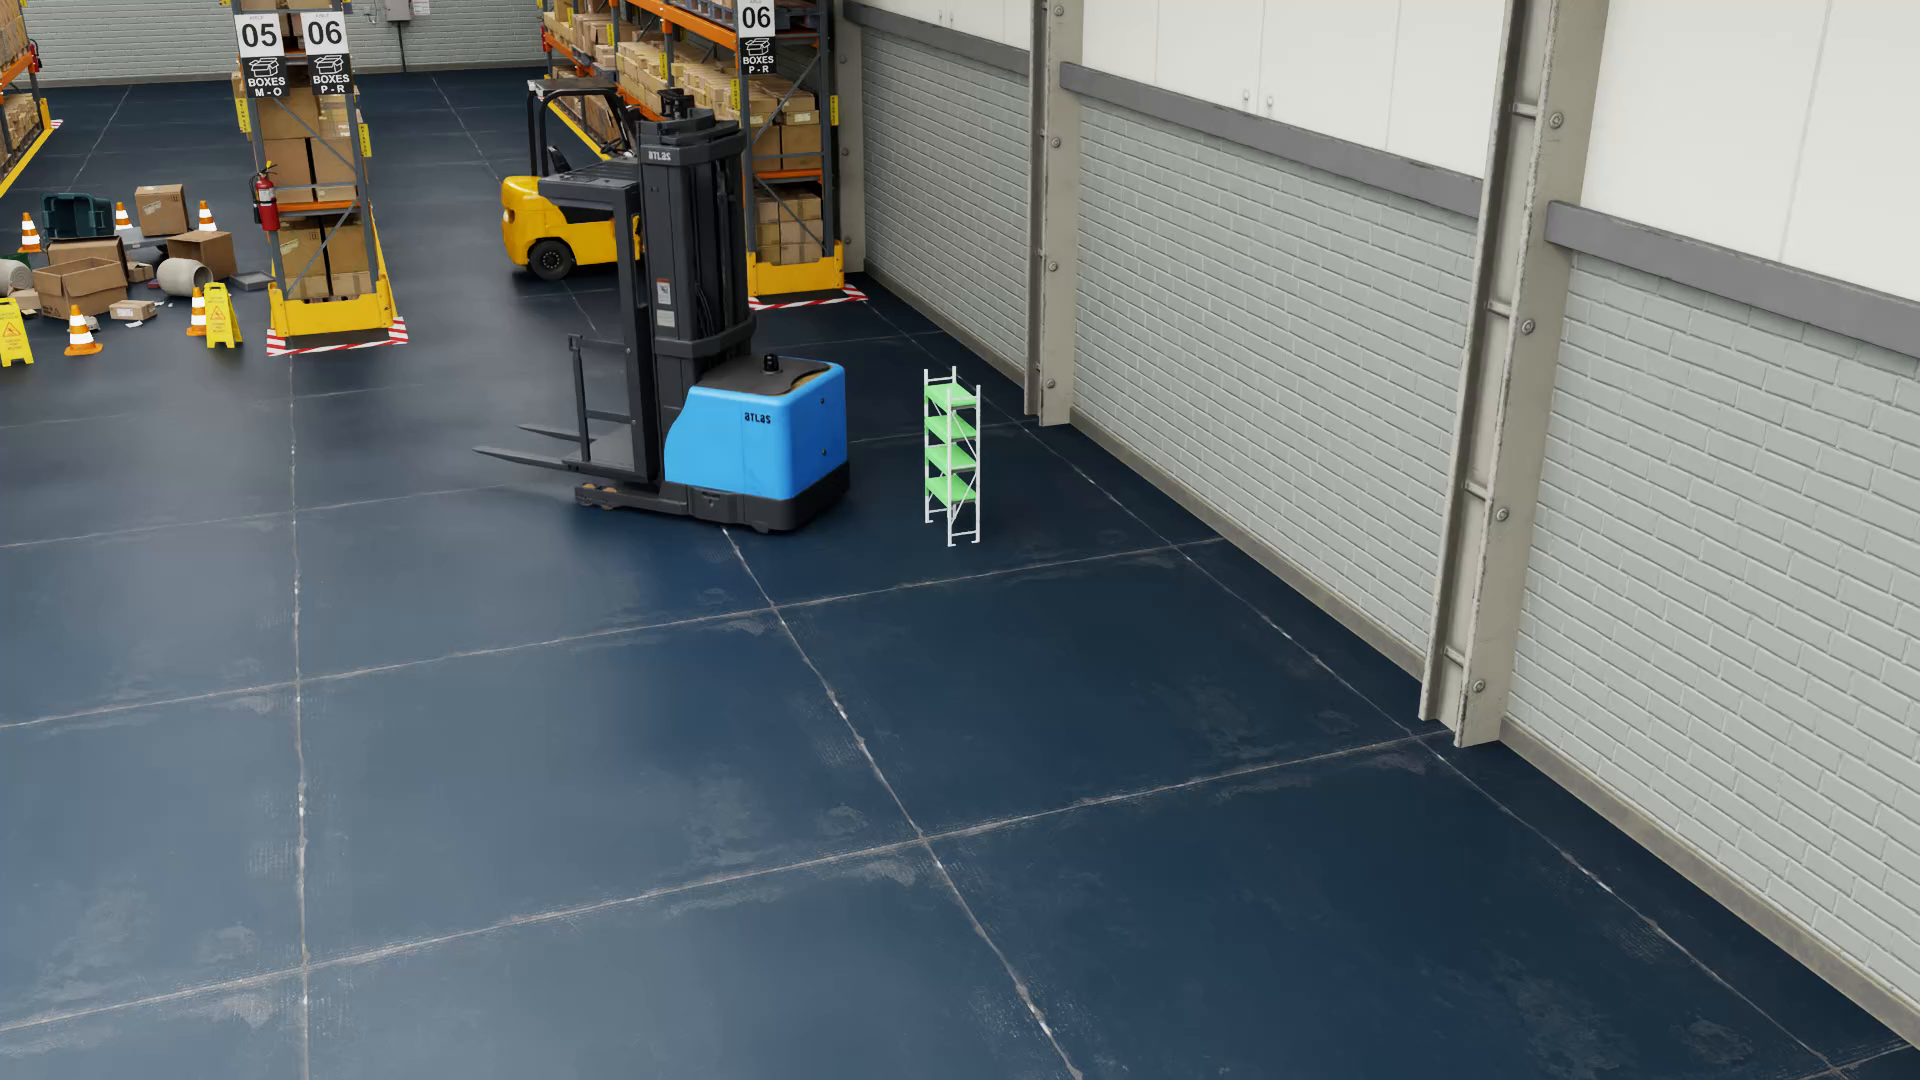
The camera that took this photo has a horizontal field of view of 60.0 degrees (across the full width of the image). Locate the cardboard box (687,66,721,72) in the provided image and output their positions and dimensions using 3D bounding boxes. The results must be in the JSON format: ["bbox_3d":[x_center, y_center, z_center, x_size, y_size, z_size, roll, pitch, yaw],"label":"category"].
[{"bbox_3d":[-3.231,-5.882,20.996,0.380,0.149,0.250,-9,24,-20],"label":"cardboard box"}]

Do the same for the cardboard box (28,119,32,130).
[{"bbox_3d":[-15.991,-7.050,28.245,0.380,0.149,0.250,-9,25,-21],"label":"cardboard box"}]

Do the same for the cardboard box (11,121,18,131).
[{"bbox_3d":[-15.695,-6.796,27.260,0.380,0.149,0.250,-7,24,-17],"label":"cardboard box"}]

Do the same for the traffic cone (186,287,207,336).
[{"bbox_3d":[-7.930,-2.405,17.360,0.336,0.463,0.334,-8,24,-19],"label":"traffic cone"}]

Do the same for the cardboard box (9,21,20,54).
[{"bbox_3d":[-16.054,-8.377,27.751,0.500,0.500,0.500,-8,24,-19],"label":"cardboard box"}]

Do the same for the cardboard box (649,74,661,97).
[{"bbox_3d":[-3.943,-6.221,22.697,0.500,0.250,0.500,-9,24,-20],"label":"cardboard box"}]

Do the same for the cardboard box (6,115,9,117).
[{"bbox_3d":[-15.510,-6.740,26.743,0.380,0.149,0.250,-9,24,-20],"label":"cardboard box"}]

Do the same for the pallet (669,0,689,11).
[{"bbox_3d":[-3.016,-6.765,20.692,1.003,0.211,1.213,-8,24,-19],"label":"pallet"}]

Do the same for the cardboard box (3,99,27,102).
[{"bbox_3d":[-16.117,-7.410,28.333,0.380,0.149,0.250,-9,25,-21],"label":"cardboard box"}]

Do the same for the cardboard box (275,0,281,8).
[{"bbox_3d":[-7.022,-5.410,16.658,0.380,0.149,0.250,-8,24,-18],"label":"cardboard box"}]

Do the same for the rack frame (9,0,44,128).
[{"bbox_3d":[-16.818,-8.692,29.011,1.000,3.000,0.127,-8,24,-19],"label":"rack frame"}]

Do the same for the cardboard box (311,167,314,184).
[{"bbox_3d":[-7.245,-3.960,18.107,0.380,0.149,0.250,-8,24,-18],"label":"cardboard box"}]

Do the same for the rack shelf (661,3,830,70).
[{"bbox_3d":[-2.635,-6.054,19.817,1.077,0.370,4.000,-8,24,-19],"label":"rack shelf"}]

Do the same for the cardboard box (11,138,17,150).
[{"bbox_3d":[-15.233,-6.295,26.454,0.380,0.149,0.250,-9,25,-21],"label":"cardboard box"}]

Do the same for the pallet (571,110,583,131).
[{"bbox_3d":[-6.409,-7.602,30.014,1.003,0.211,1.213,-8,24,-19],"label":"pallet"}]

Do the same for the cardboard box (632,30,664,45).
[{"bbox_3d":[-4.790,-7.632,25.826,0.500,0.500,0.500,-7,24,-17],"label":"cardboard box"}]

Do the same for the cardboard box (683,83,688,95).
[{"bbox_3d":[-3.246,-5.639,20.803,0.380,0.149,0.250,-8,24,-18],"label":"cardboard box"}]

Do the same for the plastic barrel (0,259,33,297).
[{"bbox_3d":[-10.743,-2.943,18.688,0.512,0.421,0.421,8,24,18],"label":"plastic barrel"}]

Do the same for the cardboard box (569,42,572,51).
[{"bbox_3d":[-6.743,-8.785,29.556,0.380,0.149,0.250,-8,24,-18],"label":"cardboard box"}]

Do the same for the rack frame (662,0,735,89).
[{"bbox_3d":[-3.342,-5.730,21.984,1.000,3.000,0.127,-8,24,-19],"label":"rack frame"}]

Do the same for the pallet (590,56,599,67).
[{"bbox_3d":[-5.446,-7.801,27.144,1.003,0.211,1.213,-8,24,-19],"label":"pallet"}]

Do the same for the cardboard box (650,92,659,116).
[{"bbox_3d":[-3.947,-5.990,22.794,0.500,0.250,0.500,-8,24,-19],"label":"cardboard box"}]

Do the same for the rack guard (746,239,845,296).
[{"bbox_3d":[-1.920,-3.116,19.000,1.175,0.500,0.348,-8,24,-19],"label":"rack guard"}]

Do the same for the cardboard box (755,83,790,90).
[{"bbox_3d":[-2.205,-5.288,19.588,0.380,0.149,0.250,-8,24,-17],"label":"cardboard box"}]

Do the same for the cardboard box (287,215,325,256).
[{"bbox_3d":[-7.285,-3.311,18.278,0.500,0.500,0.500,-7,24,-17],"label":"cardboard box"}]

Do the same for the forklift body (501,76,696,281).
[{"bbox_3d":[-4.305,-4.325,19.741,2.313,2.155,1.214,-8,24,-19],"label":"forklift body"}]

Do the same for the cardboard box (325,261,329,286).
[{"bbox_3d":[-7.284,-2.967,18.427,0.500,0.250,0.500,-8,24,-19],"label":"cardboard box"}]

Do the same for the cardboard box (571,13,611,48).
[{"bbox_3d":[-6.206,-8.670,28.290,0.700,0.500,0.500,-8,24,-18],"label":"cardboard box"}]

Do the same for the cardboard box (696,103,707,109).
[{"bbox_3d":[-2.892,-5.023,20.177,0.500,0.500,0.500,-8,24,-19],"label":"cardboard box"}]

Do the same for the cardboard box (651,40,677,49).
[{"bbox_3d":[-4.450,-7.438,25.072,0.380,0.149,0.250,-8,24,-17],"label":"cardboard box"}]

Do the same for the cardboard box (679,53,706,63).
[{"bbox_3d":[-3.760,-6.793,23.541,0.380,0.149,0.250,-8,24,-19],"label":"cardboard box"}]

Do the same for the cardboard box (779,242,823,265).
[{"bbox_3d":[-1.919,-3.409,19.475,0.500,0.250,0.500,-8,24,-19],"label":"cardboard box"}]

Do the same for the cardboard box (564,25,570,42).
[{"bbox_3d":[-6.767,-9.037,29.639,0.500,0.250,0.500,-8,24,-19],"label":"cardboard box"}]

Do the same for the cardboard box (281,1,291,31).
[{"bbox_3d":[-7.168,-5.379,17.097,0.500,0.250,0.500,-9,24,-20],"label":"cardboard box"}]

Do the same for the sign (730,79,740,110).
[{"bbox_3d":[-2.441,-4.850,18.100,0.100,0.325,0.005,-8,24,-19],"label":"sign"}]

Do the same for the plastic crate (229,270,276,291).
[{"bbox_3d":[-8.196,-3.020,19.311,0.402,0.080,0.583,-18,29,-37],"label":"plastic crate"}]

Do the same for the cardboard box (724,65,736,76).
[{"bbox_3d":[-2.790,-5.947,21.150,0.380,0.149,0.250,-9,24,-19],"label":"cardboard box"}]

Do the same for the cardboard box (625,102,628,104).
[{"bbox_3d":[-5.394,-6.968,26.762,0.380,0.149,0.250,-8,24,-17],"label":"cardboard box"}]

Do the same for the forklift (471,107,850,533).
[{"bbox_3d":[-2.427,-1.761,12.655,3.031,2.935,1.130,10,25,22],"label":"forklift"}]

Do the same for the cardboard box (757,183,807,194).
[{"bbox_3d":[-2.101,-4.046,19.699,0.500,0.250,0.500,-8,24,-19],"label":"cardboard box"}]

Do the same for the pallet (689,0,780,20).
[{"bbox_3d":[-2.589,-6.323,19.642,1.003,0.211,1.213,-8,24,-19],"label":"pallet"}]

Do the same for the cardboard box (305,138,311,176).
[{"bbox_3d":[-7.193,-4.120,17.651,0.500,0.500,0.500,-8,24,-19],"label":"cardboard box"}]

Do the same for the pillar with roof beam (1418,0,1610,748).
[{"bbox_3d":[-1.120,-2.467,6.518,9.100,9.000,0.400,-8,24,-19],"label":"pillar with roof beam"}]

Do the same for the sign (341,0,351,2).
[{"bbox_3d":[-6.063,-5.454,16.341,0.100,0.325,0.005,-8,24,-19],"label":"sign"}]

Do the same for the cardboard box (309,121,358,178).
[{"bbox_3d":[-6.665,-4.176,17.783,0.500,0.500,0.500,-8,24,-17],"label":"cardboard box"}]

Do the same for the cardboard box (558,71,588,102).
[{"bbox_3d":[-7.188,-8.581,31.425,0.700,0.500,0.500,-7,24,-17],"label":"cardboard box"}]

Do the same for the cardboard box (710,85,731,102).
[{"bbox_3d":[-2.700,-5.217,19.419,0.380,0.149,0.250,-8,24,-18],"label":"cardboard box"}]

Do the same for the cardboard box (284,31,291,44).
[{"bbox_3d":[-7.166,-5.241,17.283,0.380,0.149,0.250,-8,24,-19],"label":"cardboard box"}]

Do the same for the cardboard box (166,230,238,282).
[{"bbox_3d":[-8.878,-3.321,19.483,0.500,0.500,0.500,8,24,18],"label":"cardboard box"}]

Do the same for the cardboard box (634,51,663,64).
[{"bbox_3d":[-4.452,-6.905,23.807,0.380,0.149,0.250,-8,24,-18],"label":"cardboard box"}]

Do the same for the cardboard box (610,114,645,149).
[{"bbox_3d":[-5.272,-6.533,26.566,0.500,0.500,0.500,-9,24,-20],"label":"cardboard box"}]

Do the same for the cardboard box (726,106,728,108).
[{"bbox_3d":[-2.466,-4.901,19.052,0.380,0.149,0.250,-8,24,-18],"label":"cardboard box"}]

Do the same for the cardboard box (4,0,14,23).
[{"bbox_3d":[-16.053,-8.832,27.544,0.500,0.500,0.500,-7,24,-16],"label":"cardboard box"}]

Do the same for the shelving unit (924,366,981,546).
[{"bbox_3d":[-0.059,-0.613,12.160,0.258,1.200,0.503,-8,24,-19],"label":"shelving unit"}]

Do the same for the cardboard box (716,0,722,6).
[{"bbox_3d":[-2.505,-6.042,18.516,0.380,0.149,0.250,-9,24,-21],"label":"cardboard box"}]
